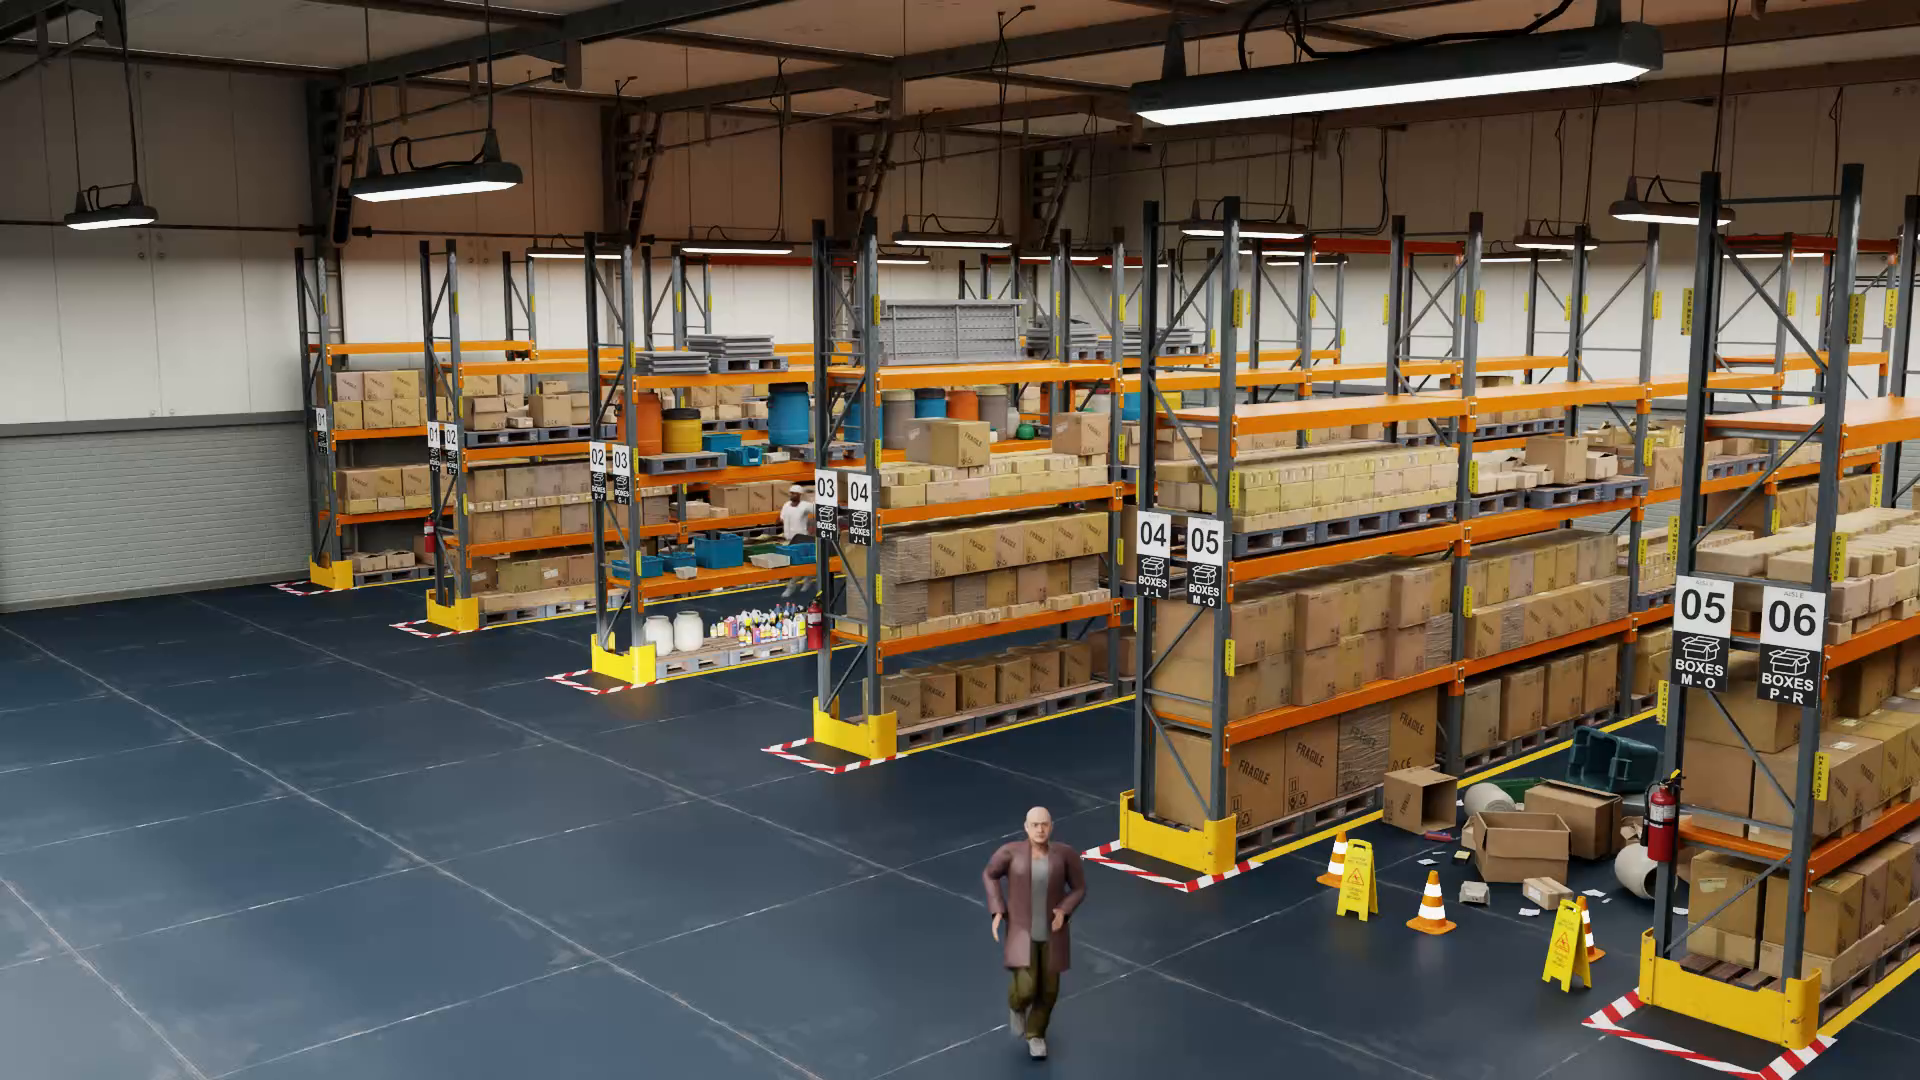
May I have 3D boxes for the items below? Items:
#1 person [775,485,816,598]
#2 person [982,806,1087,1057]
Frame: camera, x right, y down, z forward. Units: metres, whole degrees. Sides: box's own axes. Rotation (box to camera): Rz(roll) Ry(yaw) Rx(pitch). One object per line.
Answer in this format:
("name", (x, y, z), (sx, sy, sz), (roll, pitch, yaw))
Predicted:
("person", (-2.695, -0.006, 27.187), (0.692, 1.803, 0.853), (7, 11, 38))
("person", (0.521, 2.669, 11.269), (0.700, 1.729, 0.627), (-1, 8, -5))
